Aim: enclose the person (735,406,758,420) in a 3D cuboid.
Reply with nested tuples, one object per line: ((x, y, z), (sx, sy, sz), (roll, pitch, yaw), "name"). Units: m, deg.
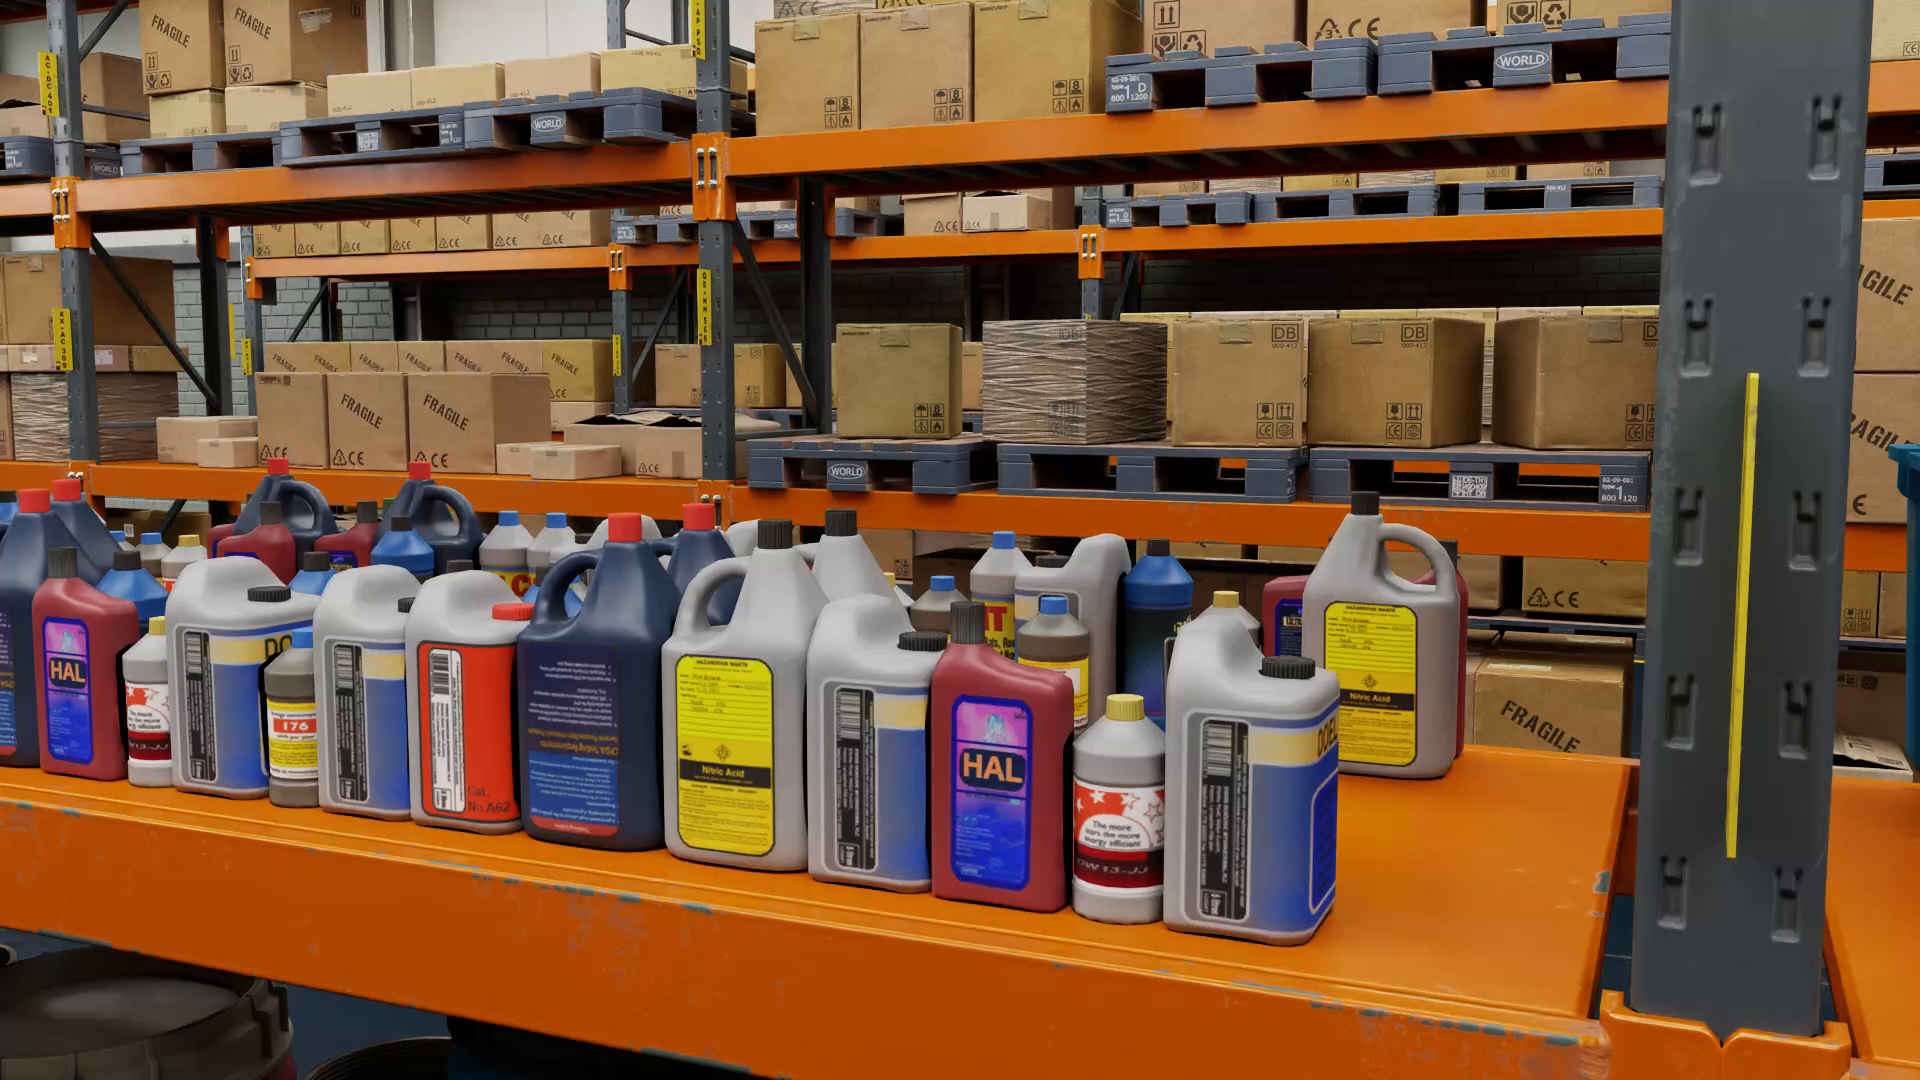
((-1.354, 0.028, 9.760), (0.464, 1.622, 0.446), (2, 6, 17), "person")
